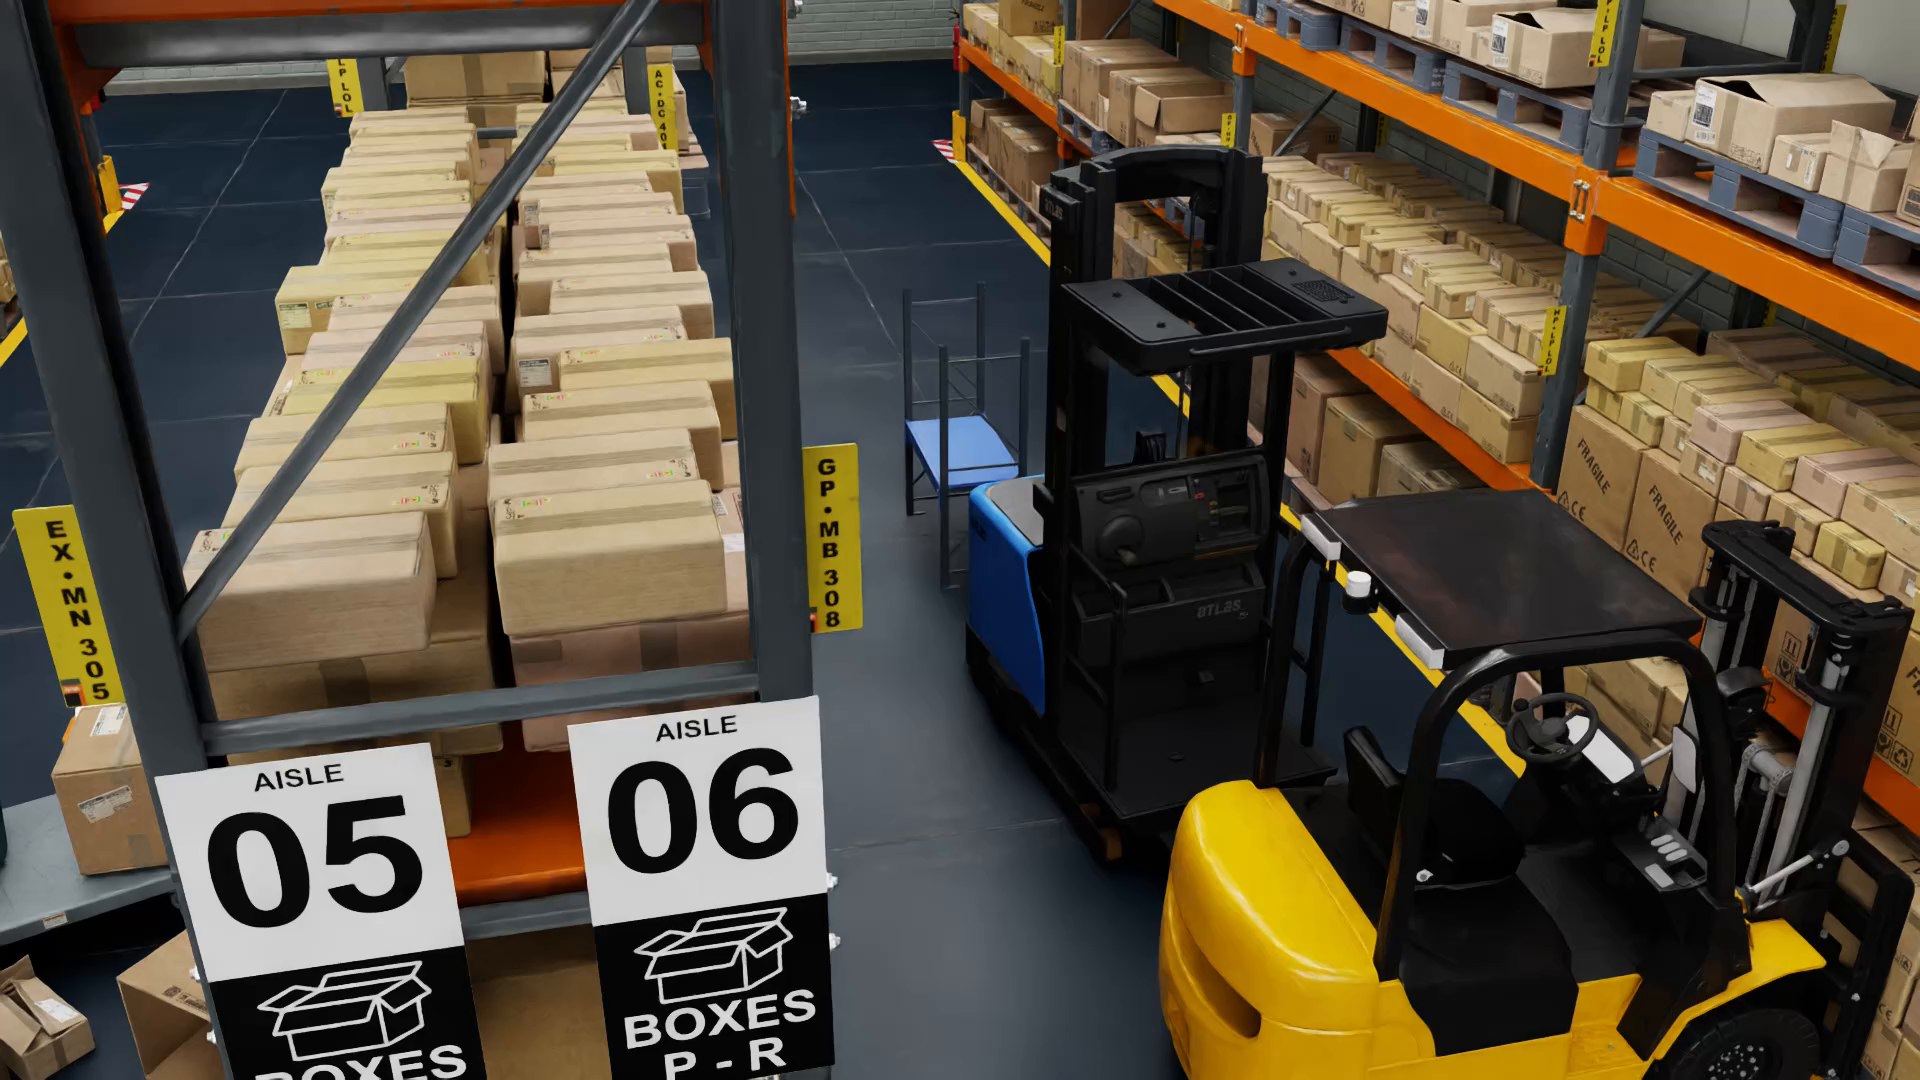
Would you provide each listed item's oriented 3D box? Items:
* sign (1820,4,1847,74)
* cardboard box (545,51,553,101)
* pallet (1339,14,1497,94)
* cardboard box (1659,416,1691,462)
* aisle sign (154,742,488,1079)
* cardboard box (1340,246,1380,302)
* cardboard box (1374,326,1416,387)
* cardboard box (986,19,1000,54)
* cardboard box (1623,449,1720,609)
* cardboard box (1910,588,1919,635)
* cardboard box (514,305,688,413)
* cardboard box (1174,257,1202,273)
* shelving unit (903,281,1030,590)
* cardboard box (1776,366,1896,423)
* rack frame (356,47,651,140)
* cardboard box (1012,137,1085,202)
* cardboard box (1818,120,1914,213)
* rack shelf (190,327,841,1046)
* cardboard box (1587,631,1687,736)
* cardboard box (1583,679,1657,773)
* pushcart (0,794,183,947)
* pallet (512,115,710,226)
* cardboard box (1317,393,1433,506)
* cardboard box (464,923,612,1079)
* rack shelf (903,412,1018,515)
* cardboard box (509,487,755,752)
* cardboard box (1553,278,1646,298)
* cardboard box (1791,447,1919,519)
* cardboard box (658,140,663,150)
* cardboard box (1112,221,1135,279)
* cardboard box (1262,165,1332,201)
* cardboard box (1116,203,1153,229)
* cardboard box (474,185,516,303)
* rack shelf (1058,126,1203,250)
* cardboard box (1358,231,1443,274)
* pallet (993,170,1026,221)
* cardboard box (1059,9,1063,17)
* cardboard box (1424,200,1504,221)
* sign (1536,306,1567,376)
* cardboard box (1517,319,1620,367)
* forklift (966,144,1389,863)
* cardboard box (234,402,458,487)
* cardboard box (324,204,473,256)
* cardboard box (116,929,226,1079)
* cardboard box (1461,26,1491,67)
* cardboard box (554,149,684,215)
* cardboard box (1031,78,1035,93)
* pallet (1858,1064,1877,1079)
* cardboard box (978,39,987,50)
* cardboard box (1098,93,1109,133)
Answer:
[{"bbox_3d":[3.739,-2.138,7.166,0.100,0.325,0.005,-6,27,-12],"label":"sign"},{"bbox_3d":[-1.628,-2.168,7.588,0.500,0.250,0.500,-6,27,-12],"label":"cardboard box"},{"bbox_3d":[2.792,-2.707,9.165,1.003,0.211,1.213,-5,27,-9],"label":"pallet"},{"bbox_3d":[3.160,-0.418,6.919,0.380,0.149,0.250,-6,27,-12],"label":"cardboard box"},{"bbox_3d":[-1.004,0.682,2.684,0.394,0.787,0.004,-6,27,-12],"label":"aisle sign"},{"bbox_3d":[2.511,-1.495,9.495,0.500,0.250,0.500,-6,27,-11],"label":"cardboard box"},{"bbox_3d":[2.629,-1.045,9.157,0.500,0.250,0.500,-6,27,-11],"label":"cardboard box"},{"bbox_3d":[0.565,-5.139,16.940,0.500,0.250,0.500,-6,27,-13],"label":"cardboard box"},{"bbox_3d":[3.178,-0.072,6.953,0.500,0.500,0.500,-5,27,-11],"label":"cardboard box"},{"bbox_3d":[3.436,0.262,5.572,0.380,0.149,0.250,-6,27,-11],"label":"cardboard box"},{"bbox_3d":[-0.818,-0.415,3.809,0.380,0.149,0.250,-6,27,-12],"label":"cardboard box"},{"bbox_3d":[1.831,-2.021,12.512,0.380,0.149,0.250,-7,28,-13],"label":"cardboard box"},{"bbox_3d":[0.019,-0.632,9.838,0.538,1.500,1.048,-6,27,-12],"label":"shelving unit"},{"bbox_3d":[3.654,-0.604,6.957,0.380,0.149,0.250,-6,27,-12],"label":"cardboard box"},{"bbox_3d":[-1.637,-2.648,5.510,1.000,3.000,0.127,-6,27,-12],"label":"rack frame"},{"bbox_3d":[0.928,-3.702,16.564,0.700,0.500,0.500,-7,28,-14],"label":"cardboard box"},{"bbox_3d":[3.237,-1.304,5.749,0.396,0.266,0.258,-7,28,-13],"label":"cardboard box"},{"bbox_3d":[-1.186,-0.110,4.608,1.077,0.370,4.000,-6,27,-12],"label":"rack shelf"},{"bbox_3d":[3.107,0.588,7.232,0.500,0.250,0.500,-6,27,-12],"label":"cardboard box"},{"bbox_3d":[3.122,0.806,7.355,0.500,0.250,0.500,-6,27,-12],"label":"cardboard box"},{"bbox_3d":[-3.847,1.454,6.950,1.648,0.377,0.936,-16,31,-29],"label":"pushcart"},{"bbox_3d":[-1.672,-1.507,6.786,1.213,0.211,1.003,-6,27,-12],"label":"pallet"},{"bbox_3d":[2.731,-0.502,10.085,0.875,0.625,0.625,-7,28,-14],"label":"cardboard box"},{"bbox_3d":[-1.063,0.960,3.468,0.700,0.500,0.500,-7,28,-13],"label":"cardboard box"},{"bbox_3d":[0.019,-0.472,9.919,0.538,0.185,1.000,-6,27,-12],"label":"rack shelf"},{"bbox_3d":[-0.589,0.133,3.164,0.500,0.250,0.500,-6,27,-13],"label":"cardboard box"},{"bbox_3d":[3.263,-1.219,8.505,0.380,0.149,0.250,-6,27,-12],"label":"cardboard box"},{"bbox_3d":[3.349,-0.215,6.186,0.380,0.149,0.250,-6,27,-12],"label":"cardboard box"},{"bbox_3d":[-1.274,-1.208,5.821,0.500,0.250,0.500,-6,27,-12],"label":"cardboard box"},{"bbox_3d":[1.523,-2.372,13.928,0.500,0.500,0.500,-7,28,-13],"label":"cardboard box"},{"bbox_3d":[2.143,-2.279,10.605,0.380,0.149,0.250,-5,27,-10],"label":"cardboard box"},{"bbox_3d":[1.519,-2.707,13.872,0.380,0.149,0.250,-6,27,-12],"label":"cardboard box"},{"bbox_3d":[-1.679,-0.928,5.268,0.500,0.250,0.500,-6,27,-12],"label":"cardboard box"},{"bbox_3d":[1.846,-2.788,13.244,1.077,0.370,4.000,-6,27,-12],"label":"rack shelf"},{"bbox_3d":[2.453,-1.604,9.267,0.380,0.149,0.250,-7,28,-13],"label":"cardboard box"},{"bbox_3d":[0.963,-3.581,17.111,1.003,0.211,1.213,-6,27,-12],"label":"pallet"},{"bbox_3d":[0.971,-5.408,17.472,0.500,0.250,0.500,-6,27,-11],"label":"cardboard box"},{"bbox_3d":[2.978,-1.896,9.846,0.380,0.149,0.250,-6,27,-12],"label":"cardboard box"},{"bbox_3d":[2.672,-0.898,7.503,0.100,0.325,0.005,-6,27,-12],"label":"sign"},{"bbox_3d":[2.905,-0.937,7.947,0.380,0.149,0.250,-5,27,-10],"label":"cardboard box"},{"bbox_3d":[1.024,-0.085,7.165,1.130,2.935,3.031,-10,28,-18],"label":"forklift"},{"bbox_3d":[-1.195,-0.143,3.268,0.380,0.149,0.250,-6,27,-12],"label":"cardboard box"},{"bbox_3d":[-1.537,-0.815,4.601,0.380,0.149,0.250,-6,27,-12],"label":"cardboard box"},{"bbox_3d":[-2.721,1.753,6.218,0.500,0.500,0.500,13,30,24],"label":"cardboard box"},{"bbox_3d":[2.655,-2.387,8.022,0.380,0.149,0.250,-6,27,-12],"label":"cardboard box"},{"bbox_3d":[-1.061,-1.106,5.176,0.380,0.149,0.250,-5,27,-10],"label":"cardboard box"},{"bbox_3d":[0.883,-4.331,15.781,0.380,0.149,0.250,-5,27,-10],"label":"cardboard box"},{"bbox_3d":[3.887,2.194,5.669,1.003,0.211,1.213,-6,27,-12],"label":"pallet"},{"bbox_3d":[0.403,-5.352,17.804,0.380,0.149,0.250,-5,27,-10],"label":"cardboard box"},{"bbox_3d":[1.335,-3.466,13.471,0.396,0.266,0.258,-5,27,-9],"label":"cardboard box"}]
